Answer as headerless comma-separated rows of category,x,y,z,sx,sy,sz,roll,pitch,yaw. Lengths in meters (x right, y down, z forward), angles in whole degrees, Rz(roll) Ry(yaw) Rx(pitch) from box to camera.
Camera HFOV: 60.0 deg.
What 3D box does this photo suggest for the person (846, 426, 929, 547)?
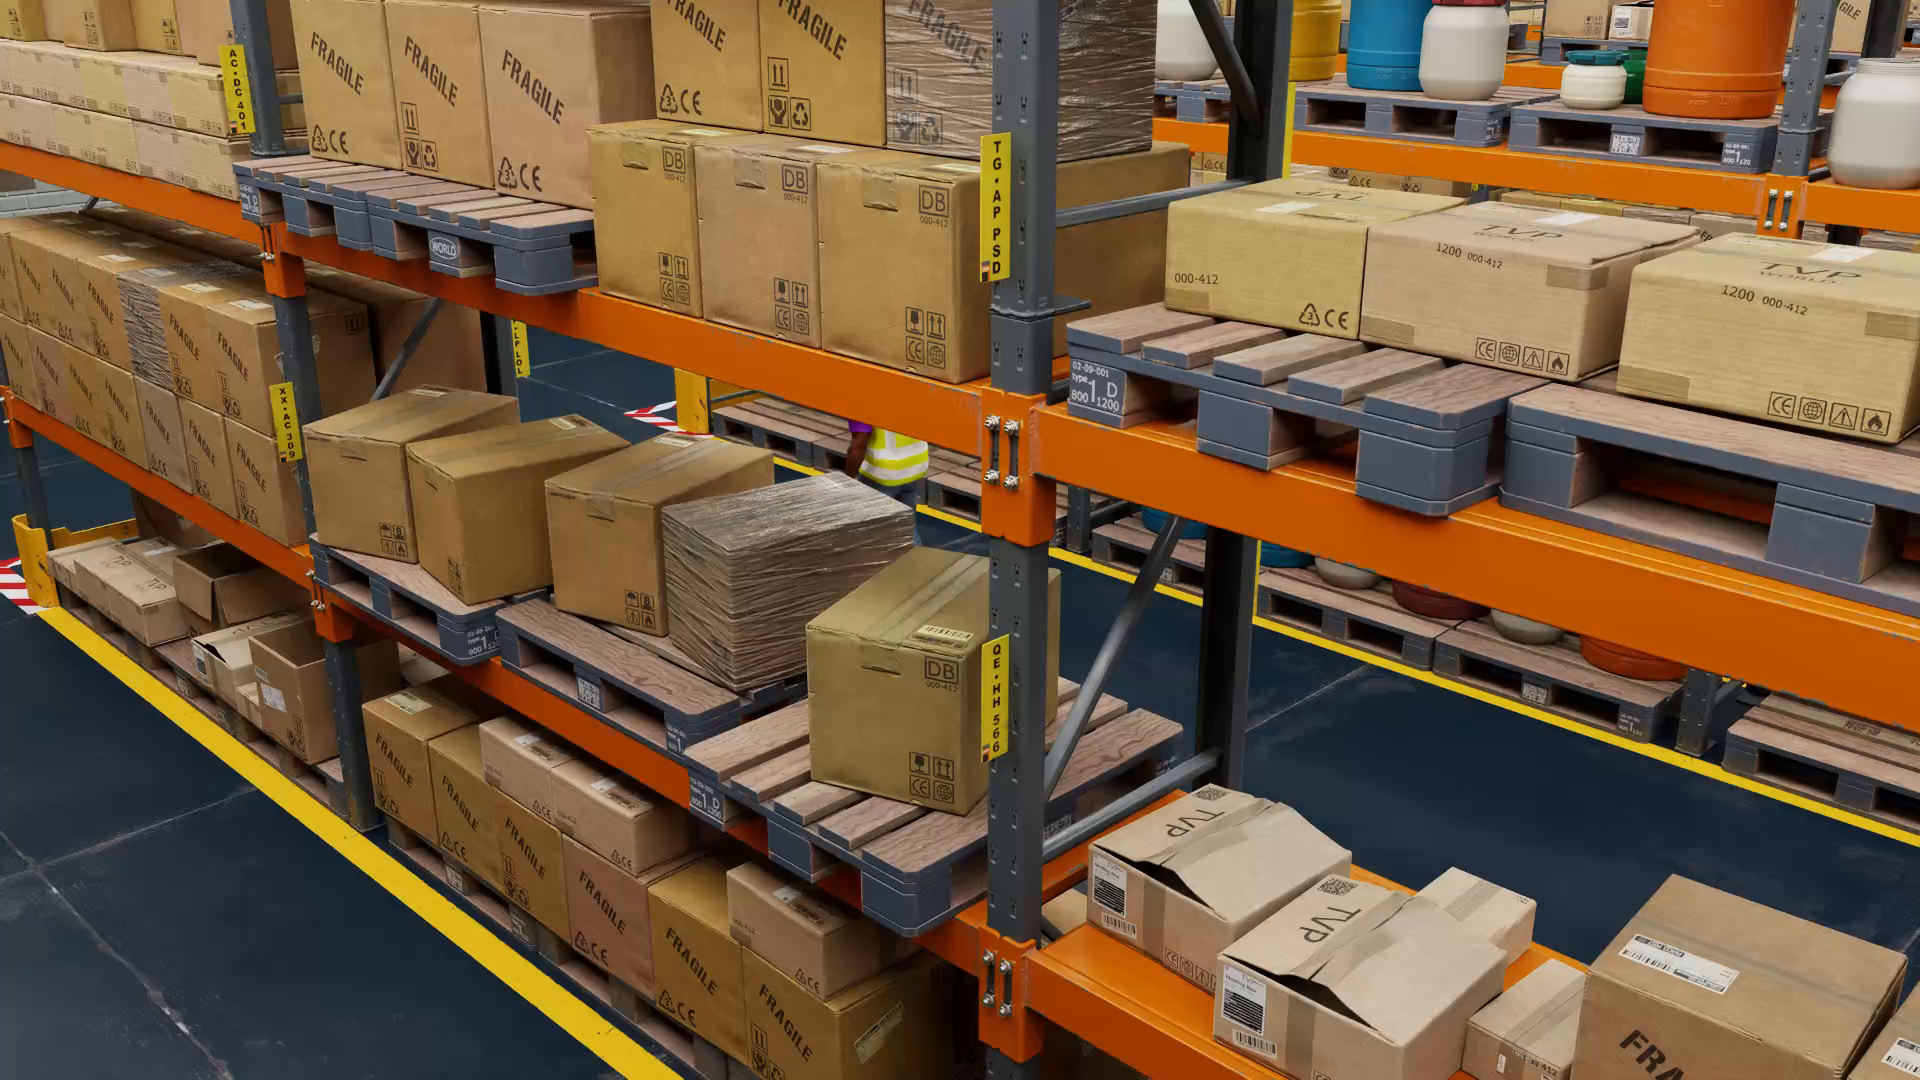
person,5.194,-7.420,18.086,7.034,9.002,23.262,19,28,41
